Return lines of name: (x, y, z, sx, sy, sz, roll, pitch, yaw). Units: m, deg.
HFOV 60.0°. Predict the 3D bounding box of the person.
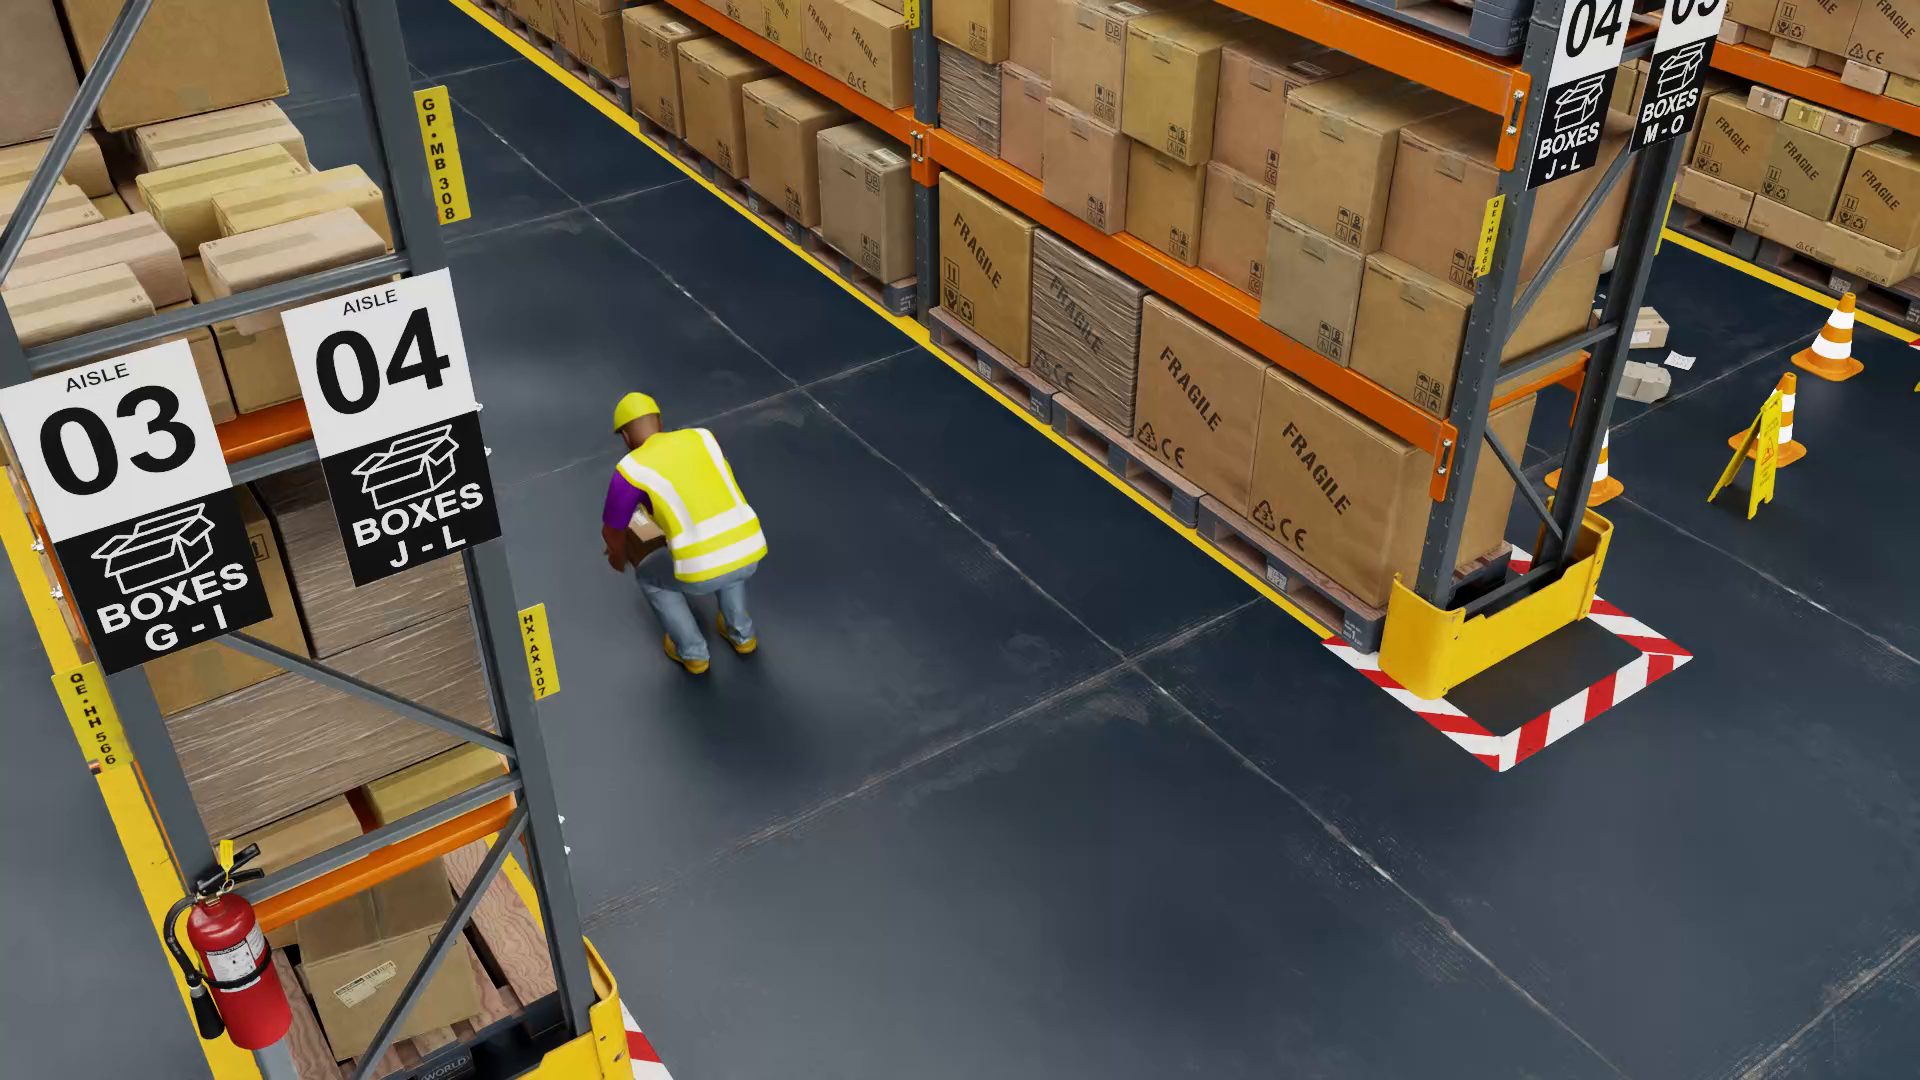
person: (-1.249, -0.011, 7.474, 0.620, 1.207, 0.839, -23, 42, -28)
